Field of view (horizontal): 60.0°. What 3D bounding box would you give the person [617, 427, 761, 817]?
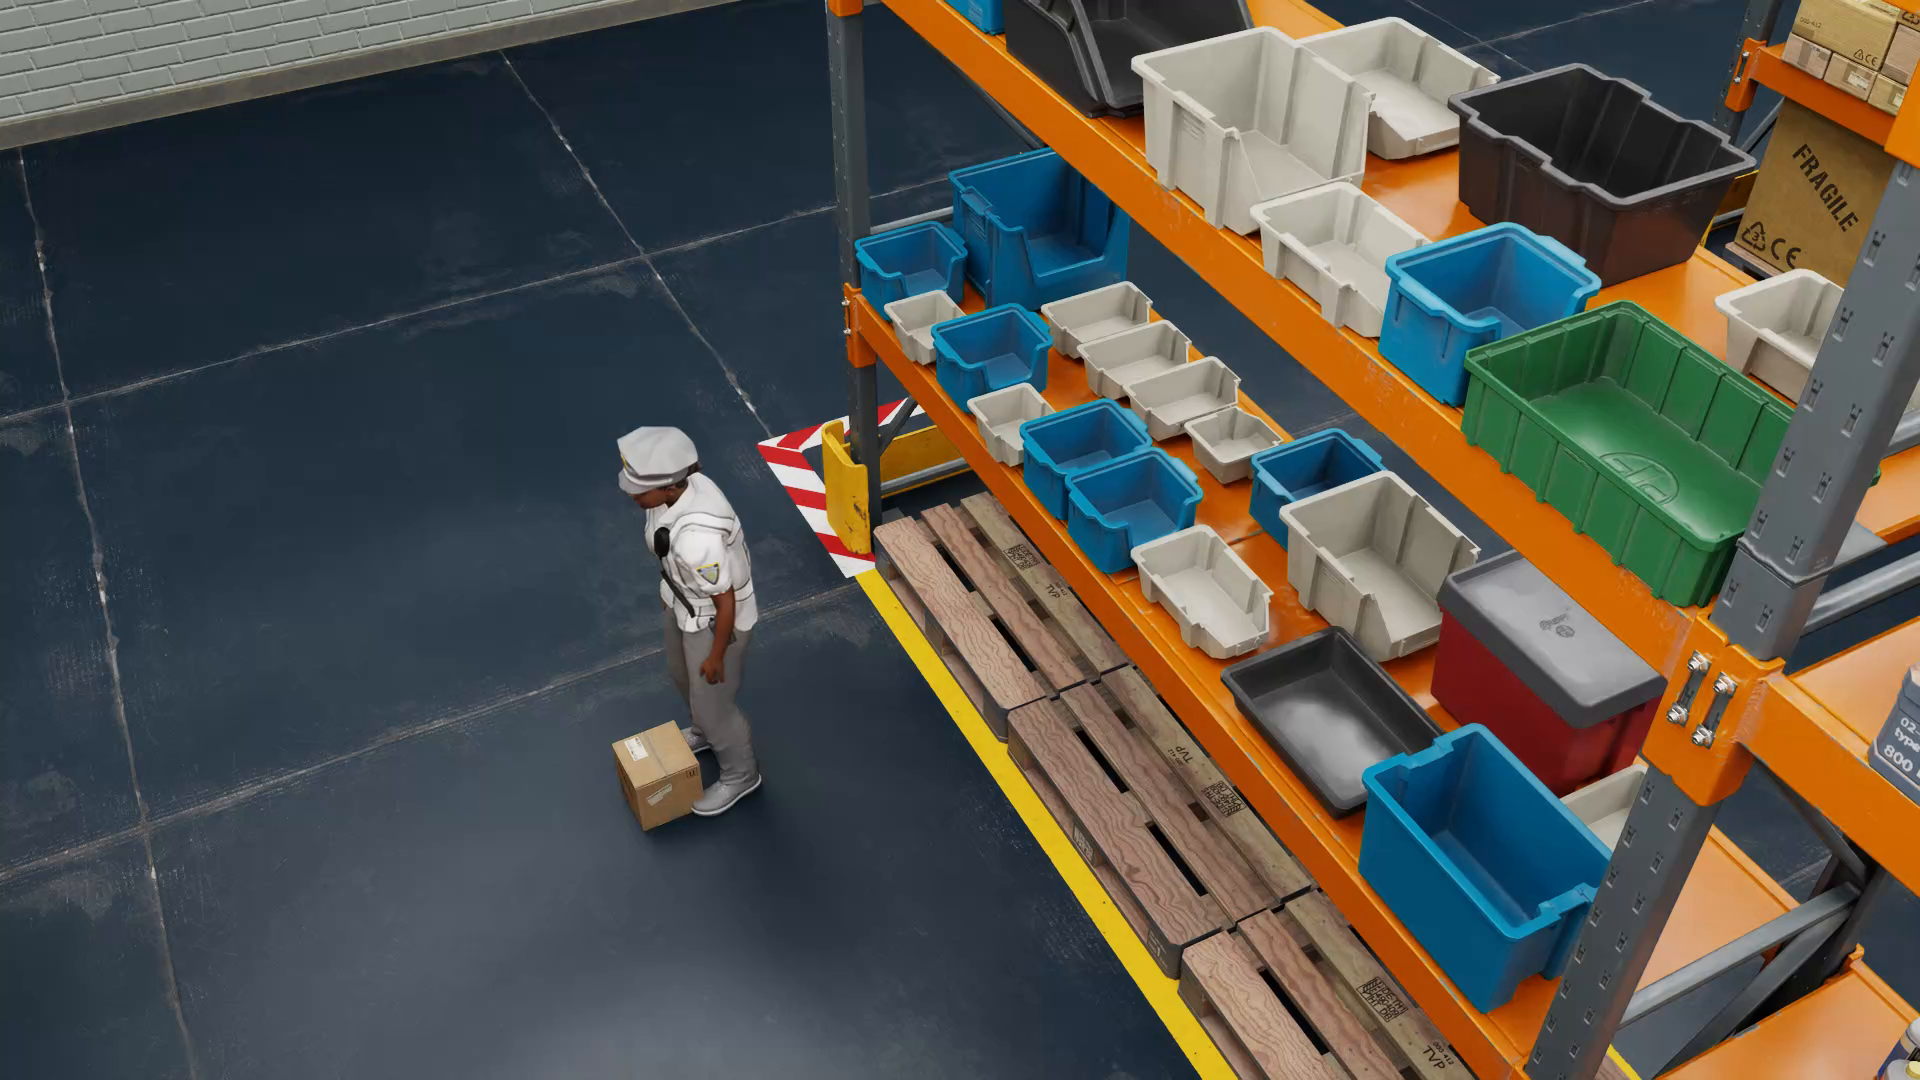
[{"bbox_3d":[-0.929,0.277,5.890,0.397,1.656,0.503,-19,45,-20],"label":"person"}]
